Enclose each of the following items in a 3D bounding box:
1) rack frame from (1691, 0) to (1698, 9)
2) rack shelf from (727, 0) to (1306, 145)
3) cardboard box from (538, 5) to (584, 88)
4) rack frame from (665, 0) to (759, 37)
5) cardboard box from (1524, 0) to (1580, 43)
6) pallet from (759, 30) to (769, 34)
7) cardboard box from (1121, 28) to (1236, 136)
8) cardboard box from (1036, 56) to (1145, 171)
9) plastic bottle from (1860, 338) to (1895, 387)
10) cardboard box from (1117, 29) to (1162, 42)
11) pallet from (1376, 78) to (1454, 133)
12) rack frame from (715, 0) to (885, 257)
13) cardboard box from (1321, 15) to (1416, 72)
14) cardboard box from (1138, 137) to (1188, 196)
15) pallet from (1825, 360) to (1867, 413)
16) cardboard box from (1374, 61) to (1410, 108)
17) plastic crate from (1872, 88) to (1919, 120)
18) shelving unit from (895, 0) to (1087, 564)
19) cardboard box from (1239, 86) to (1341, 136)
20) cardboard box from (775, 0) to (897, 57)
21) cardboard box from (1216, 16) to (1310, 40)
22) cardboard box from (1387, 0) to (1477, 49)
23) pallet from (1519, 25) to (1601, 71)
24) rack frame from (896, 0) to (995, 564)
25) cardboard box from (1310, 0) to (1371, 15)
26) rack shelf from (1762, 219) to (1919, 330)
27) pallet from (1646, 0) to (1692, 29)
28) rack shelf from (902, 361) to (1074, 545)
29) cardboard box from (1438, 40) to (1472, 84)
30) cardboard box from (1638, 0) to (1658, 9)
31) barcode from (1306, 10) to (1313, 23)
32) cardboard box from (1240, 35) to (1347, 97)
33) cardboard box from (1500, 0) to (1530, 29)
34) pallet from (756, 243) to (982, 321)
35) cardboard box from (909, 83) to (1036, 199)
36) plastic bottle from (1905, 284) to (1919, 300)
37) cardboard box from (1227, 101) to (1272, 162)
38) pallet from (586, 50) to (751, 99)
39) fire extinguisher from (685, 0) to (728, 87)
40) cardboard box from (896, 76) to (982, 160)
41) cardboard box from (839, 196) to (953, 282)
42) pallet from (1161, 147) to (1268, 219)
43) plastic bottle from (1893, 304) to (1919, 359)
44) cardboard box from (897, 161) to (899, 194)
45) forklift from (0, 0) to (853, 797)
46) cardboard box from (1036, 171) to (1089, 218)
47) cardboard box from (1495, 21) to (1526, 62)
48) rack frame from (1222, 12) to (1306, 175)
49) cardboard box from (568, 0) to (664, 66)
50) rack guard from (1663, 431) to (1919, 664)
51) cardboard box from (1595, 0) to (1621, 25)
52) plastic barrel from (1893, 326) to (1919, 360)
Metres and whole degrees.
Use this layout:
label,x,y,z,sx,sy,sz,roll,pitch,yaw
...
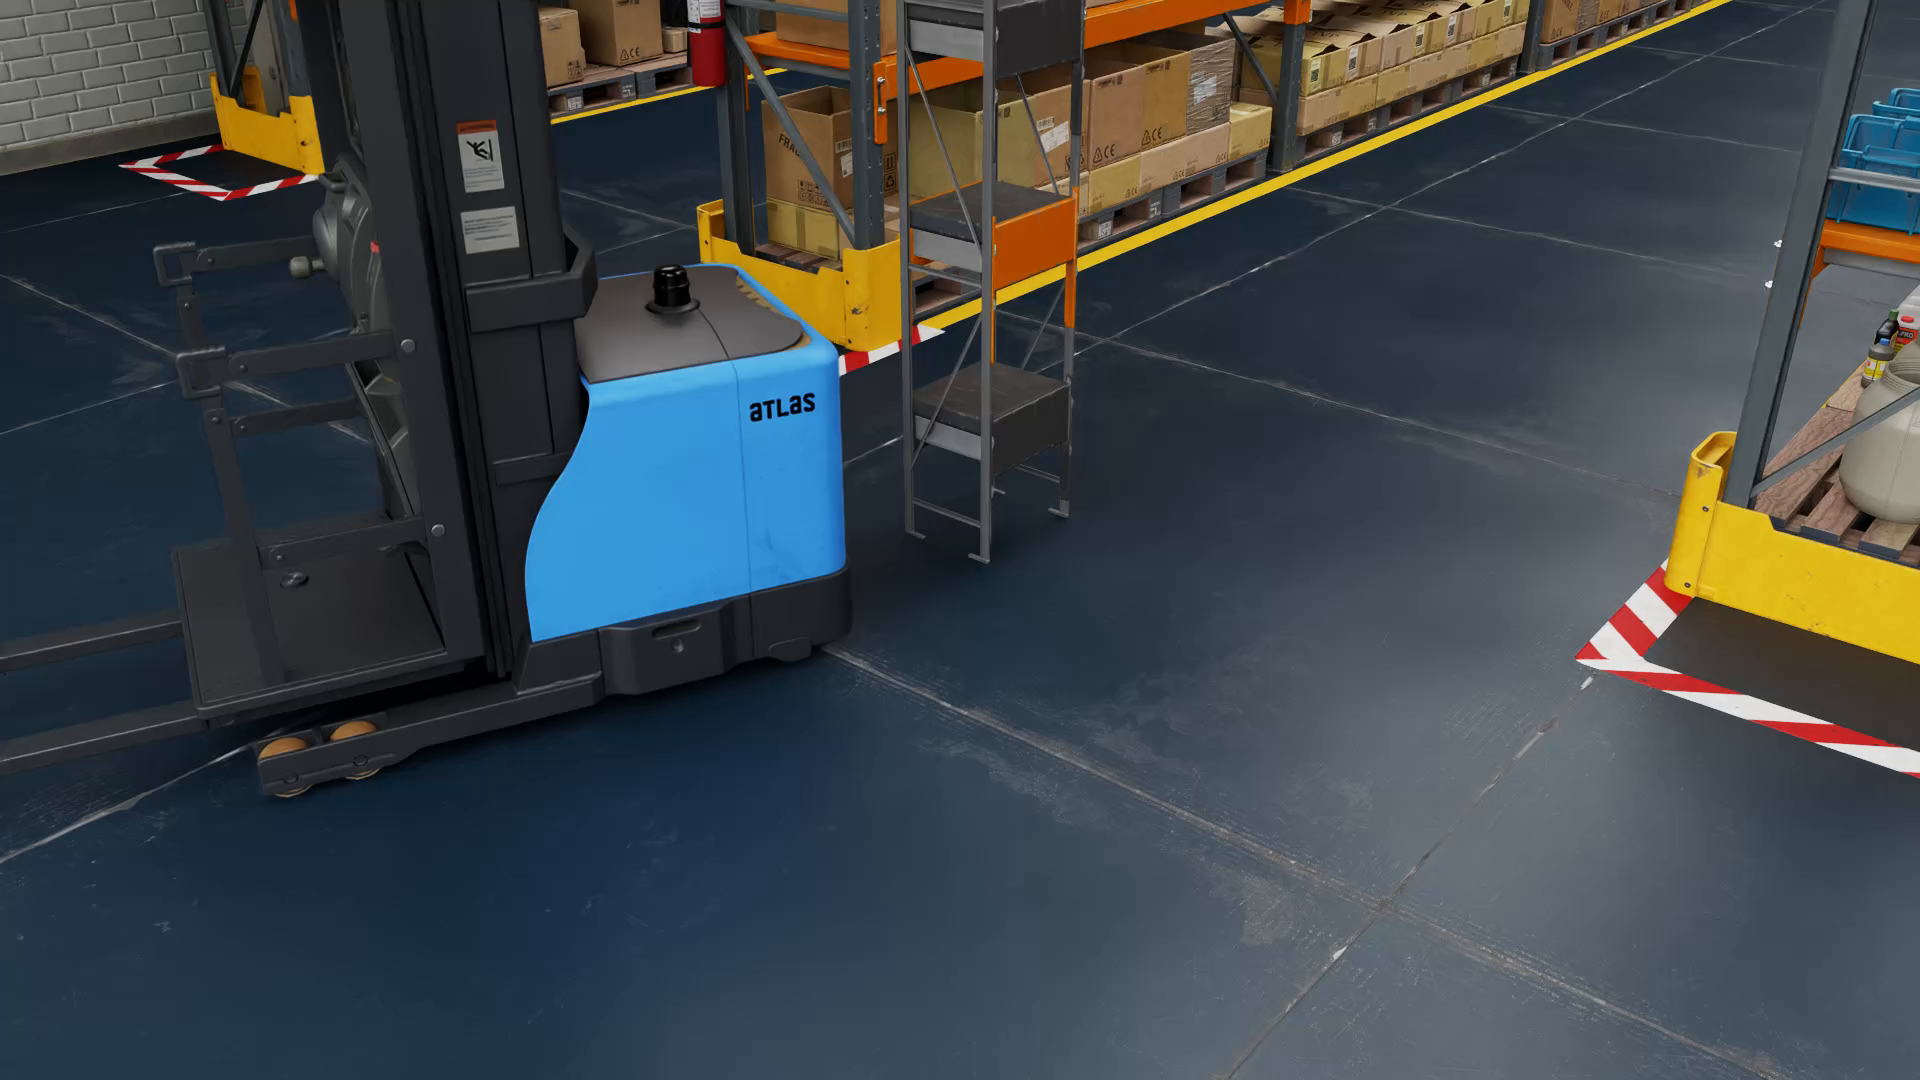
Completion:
label,x,y,z,sx,sy,sz,roll,pitch,yaw
rack frame,6.851,-6.720,15.975,1.000,3.000,0.127,21,34,34
rack shelf,0.490,-2.855,9.286,1.077,0.370,4.000,21,34,34
cardboard box,-3.230,-3.663,12.308,0.700,0.500,0.500,18,33,31
rack frame,-2.063,-5.330,13.288,1.000,3.000,0.127,21,34,34
cardboard box,4.816,-4.464,13.857,0.500,0.500,0.500,22,35,36
pallet,-1.569,-4.368,14.463,1.003,0.211,1.213,21,34,34
cardboard box,1.309,-2.779,10.077,0.500,0.500,0.500,21,34,34
cardboard box,0.687,-2.419,9.382,0.500,0.500,0.500,21,34,34
plastic bottle,3.868,-0.748,6.998,0.097,0.201,0.097,0,27,0
cardboard box,0.914,-2.929,10.367,0.500,0.500,0.500,21,34,34
pallet,2.976,-3.352,12.499,1.003,0.211,1.213,21,34,34
rack frame,-0.782,-2.465,7.750,1.000,3.000,0.127,21,34,34
cardboard box,2.868,-3.531,11.736,0.500,0.311,0.500,19,33,33
cardboard box,1.003,-2.264,9.898,0.500,0.250,0.500,21,34,34
pallet,4.347,-0.535,7.055,1.003,0.211,1.213,21,34,34
cardboard box,2.863,-3.284,11.870,0.500,0.250,0.500,20,33,33
plastic crate,3.543,-1.443,5.937,0.499,0.251,0.408,21,34,34
shelving unit,0.105,-0.991,5.881,0.431,2.100,0.503,21,34,34
cardboard box,2.210,-2.919,11.163,0.500,0.250,0.500,20,33,33
cardboard box,-0.475,-2.671,8.040,0.700,0.500,0.500,21,34,34
cardboard box,2.125,-3.511,11.698,0.500,0.311,0.500,22,34,36
cardboard box,3.514,-3.894,12.437,0.500,0.311,0.500,20,34,34
pallet,4.810,-4.316,14.364,1.003,0.211,1.213,21,34,34
rack frame,-0.050,-0.905,5.714,0.400,2.100,0.015,21,34,34
cardboard box,2.766,-3.864,12.381,0.500,0.311,0.500,20,34,34
rack shelf,4.310,-1.406,6.485,1.077,0.370,4.000,21,34,34
pallet,6.362,-5.182,16.036,1.003,0.211,1.213,21,34,34
rack shelf,0.105,-0.357,6.209,0.431,0.518,0.480,21,34,34
cardboard box,3.513,-3.648,12.572,0.500,0.250,0.500,22,34,36
cardboard box,6.118,-5.195,15.270,0.500,0.500,0.500,21,34,35
barcode,2.246,-3.364,10.684,0.001,0.075,0.075,21,34,34
cardboard box,2.217,-3.171,11.041,0.500,0.311,0.500,21,34,35
cardboard box,4.163,-4.258,13.141,0.500,0.311,0.500,22,34,36
pallet,-0.328,-1.510,8.939,1.003,0.211,1.213,21,34,34
cardboard box,0.047,-2.066,8.699,0.500,0.500,0.500,21,34,34
plastic bottle,4.239,-1.005,7.331,0.144,0.351,0.185,22,35,36
cardboard box,1.636,-2.620,10.586,0.500,0.250,0.500,21,34,34
pallet,-2.463,-3.843,13.448,1.003,0.211,1.213,21,34,34
fire extinguisher,-1.216,-2.524,7.949,0.296,0.674,0.183,21,34,34
cardboard box,-0.046,-2.399,9.343,0.500,0.500,0.500,21,34,34
cardboard box,-0.269,-1.555,8.527,0.500,0.250,0.500,21,34,34
pallet,1.224,-2.375,10.611,1.003,0.211,1.213,21,34,34
plastic bottle,4.049,-0.862,7.138,0.152,0.276,0.135,21,34,35
cardboard box,-0.360,-1.887,9.169,0.500,0.250,0.500,21,34,34
forklift,-1.912,-0.836,4.676,3.031,2.935,1.130,-13,30,-23
cardboard box,0.364,-1.911,9.215,0.500,0.250,0.500,21,34,34
cardboard box,4.160,-4.009,13.270,0.500,0.250,0.500,22,34,36
rack frame,1.762,-3.883,10.492,1.000,3.000,0.127,21,34,34
cardboard box,-2.692,-4.035,13.027,0.500,0.500,0.500,18,32,31
rack guard,3.050,0.054,5.602,1.175,0.500,0.348,21,34,34
cardboard box,5.468,-4.828,14.560,0.500,0.500,0.500,20,34,34
plastic barrel,3.716,-0.531,6.262,0.421,0.512,0.421,0,27,0
